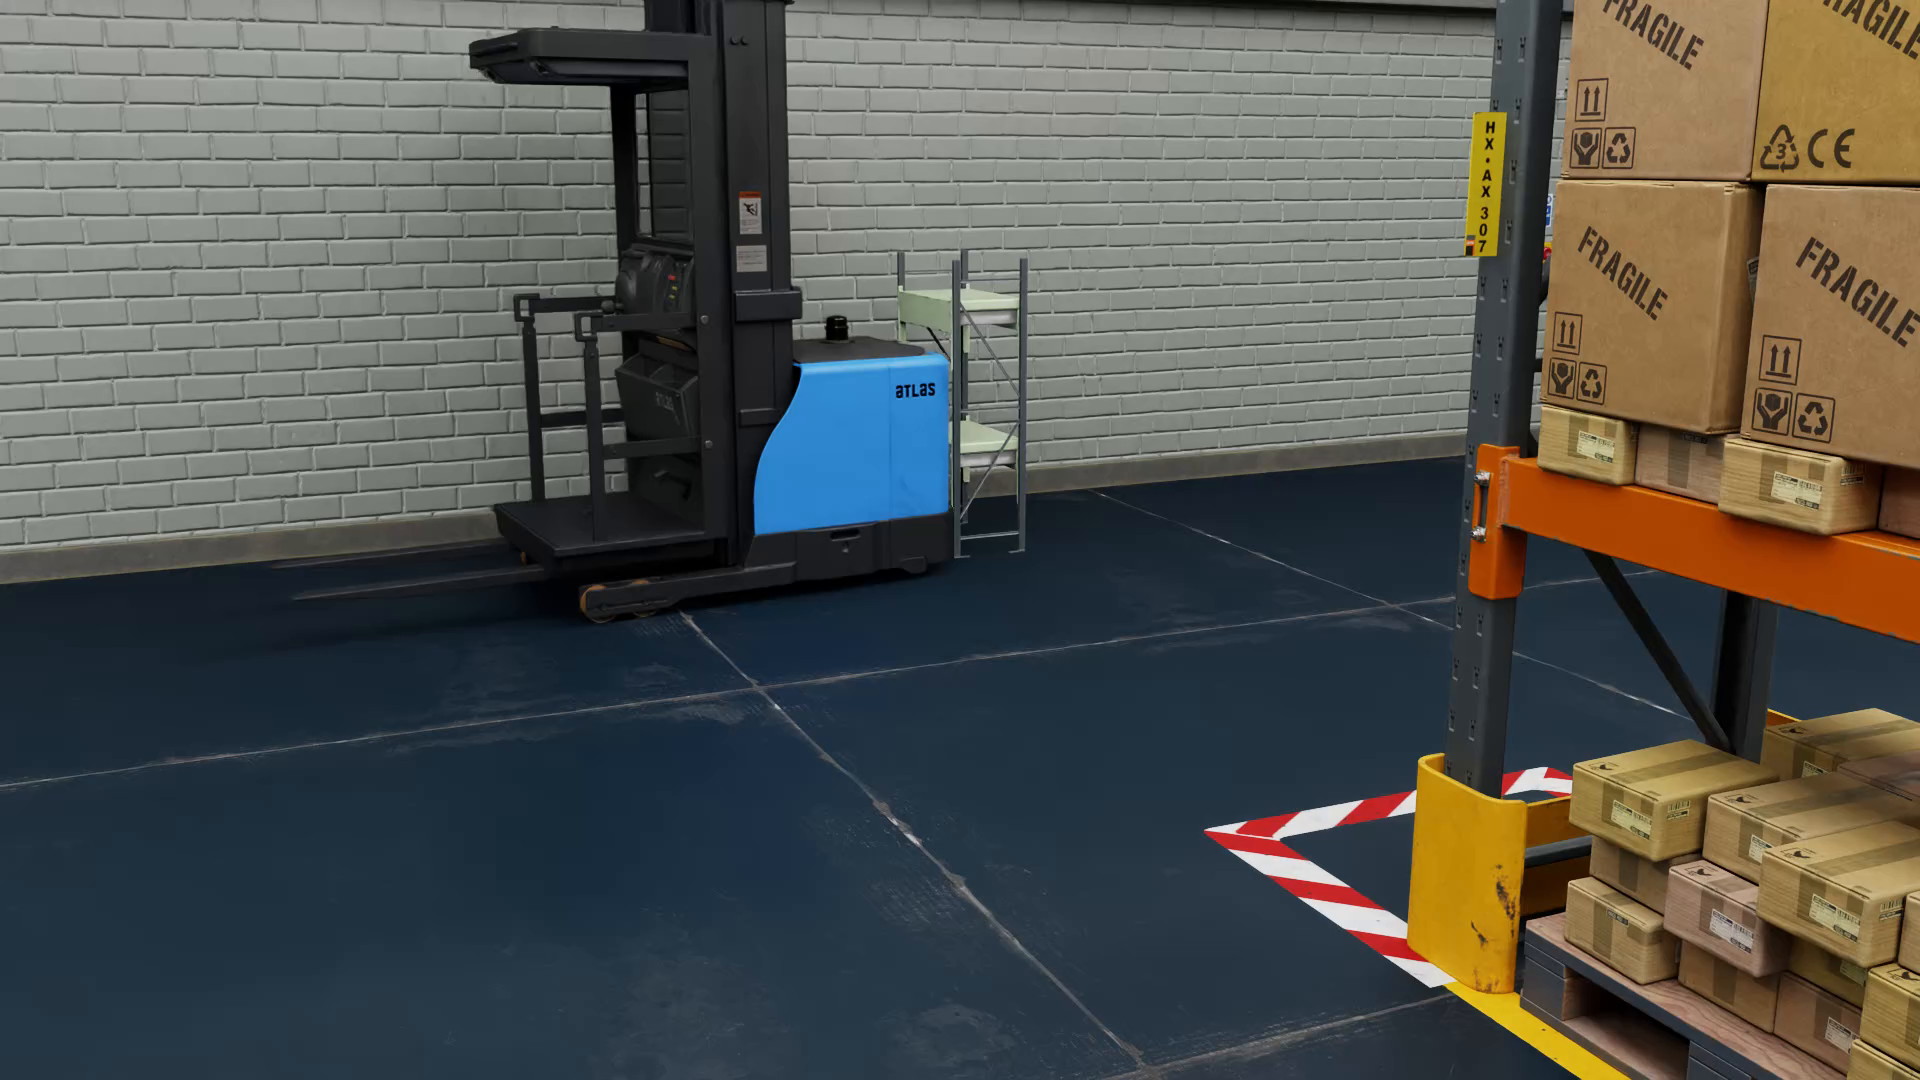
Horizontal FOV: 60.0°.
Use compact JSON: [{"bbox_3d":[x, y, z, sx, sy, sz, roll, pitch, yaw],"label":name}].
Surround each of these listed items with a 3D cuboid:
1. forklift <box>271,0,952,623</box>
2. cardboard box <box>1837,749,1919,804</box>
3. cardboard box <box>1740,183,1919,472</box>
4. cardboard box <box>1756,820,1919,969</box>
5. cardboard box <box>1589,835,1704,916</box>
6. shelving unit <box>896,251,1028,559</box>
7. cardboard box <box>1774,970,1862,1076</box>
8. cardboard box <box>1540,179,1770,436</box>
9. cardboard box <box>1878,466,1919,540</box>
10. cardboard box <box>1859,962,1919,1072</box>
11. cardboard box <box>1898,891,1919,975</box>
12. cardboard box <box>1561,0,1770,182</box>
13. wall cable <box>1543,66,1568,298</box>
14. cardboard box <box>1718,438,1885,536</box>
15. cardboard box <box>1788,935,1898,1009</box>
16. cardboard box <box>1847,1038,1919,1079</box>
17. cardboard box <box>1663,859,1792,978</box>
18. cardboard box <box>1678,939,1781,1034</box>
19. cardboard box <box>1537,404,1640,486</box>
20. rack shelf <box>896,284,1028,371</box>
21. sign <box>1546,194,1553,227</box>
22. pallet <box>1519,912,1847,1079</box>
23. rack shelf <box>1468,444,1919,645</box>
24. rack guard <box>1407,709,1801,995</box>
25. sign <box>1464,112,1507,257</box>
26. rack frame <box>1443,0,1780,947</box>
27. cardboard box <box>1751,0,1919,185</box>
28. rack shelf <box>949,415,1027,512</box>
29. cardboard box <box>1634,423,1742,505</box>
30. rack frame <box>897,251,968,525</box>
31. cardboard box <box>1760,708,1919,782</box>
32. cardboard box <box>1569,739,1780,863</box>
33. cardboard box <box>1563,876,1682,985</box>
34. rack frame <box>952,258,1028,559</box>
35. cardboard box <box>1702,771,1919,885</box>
[{"bbox_3d":[-1.579,-1.199,7.549,3.031,2.935,1.130,-7,15,-28],"label":"forklift"},{"bbox_3d":[2.208,0.589,3.744,0.380,0.149,0.250,-5,14,-22],"label":"cardboard box"},{"bbox_3d":[1.880,-0.417,3.136,0.500,0.500,0.500,-6,14,-23],"label":"cardboard box"},{"bbox_3d":[1.818,0.694,3.290,0.380,0.149,0.250,-6,14,-23],"label":"cardboard box"},{"bbox_3d":[1.690,0.722,3.830,0.380,0.149,0.250,-5,14,-21],"label":"cardboard box"},{"bbox_3d":[0.003,-0.729,8.695,0.431,1.500,0.755,-6,14,-23],"label":"shelving unit"},{"bbox_3d":[1.918,0.970,3.418,0.380,0.149,0.250,-5,14,-22],"label":"cardboard box"},{"bbox_3d":[1.642,-0.525,3.604,0.500,0.500,0.500,-5,14,-20],"label":"cardboard box"},{"bbox_3d":[1.973,-0.080,3.119,0.380,0.149,0.250,-5,14,-20],"label":"cardboard box"},{"bbox_3d":[1.931,0.889,3.108,0.380,0.149,0.250,-5,14,-21],"label":"cardboard box"},{"bbox_3d":[1.993,0.738,3.101,0.380,0.149,0.250,-6,14,-26],"label":"cardboard box"},{"bbox_3d":[1.652,-1.013,3.496,0.500,0.500,0.500,-6,14,-23],"label":"cardboard box"},{"bbox_3d":[3.930,-2.590,11.086,0.585,1.953,0.123,-6,14,-23],"label":"wall cable"},{"bbox_3d":[1.744,-0.121,3.297,0.380,0.149,0.250,-6,14,-25],"label":"cardboard box"},{"bbox_3d":[1.927,0.826,3.380,0.380,0.149,0.250,-5,14,-22],"label":"cardboard box"},{"bbox_3d":[1.920,1.033,3.147,0.380,0.149,0.250,-5,14,-22],"label":"cardboard box"},{"bbox_3d":[1.748,0.784,3.564,0.380,0.149,0.250,-6,14,-23],"label":"cardboard box"},{"bbox_3d":[1.812,0.919,3.637,0.380,0.149,0.250,-6,14,-23],"label":"cardboard box"},{"bbox_3d":[1.545,-0.230,3.769,0.380,0.149,0.250,-6,14,-23],"label":"cardboard box"},{"bbox_3d":[0.003,-1.110,8.607,0.431,0.370,0.720,-6,14,-23],"label":"rack shelf"},{"bbox_3d":[3.862,-2.220,11.209,0.327,0.218,0.001,-6,14,-23],"label":"sign"},{"bbox_3d":[2.039,1.096,3.665,1.003,0.211,1.213,-6,14,-23],"label":"pallet"},{"bbox_3d":[2.517,0.315,2.453,1.077,0.370,4.000,-6,14,-23],"label":"rack shelf"},{"bbox_3d":[1.746,0.785,4.371,1.175,0.500,0.348,-6,14,-23],"label":"rack guard"},{"bbox_3d":[1.218,-0.822,3.848,0.100,0.325,0.005,-6,14,-23],"label":"sign"},{"bbox_3d":[1.715,-0.449,4.157,1.000,3.000,0.127,-6,14,-23],"label":"rack frame"},{"bbox_3d":[1.860,-0.909,3.048,0.500,0.500,0.500,-5,14,-21],"label":"cardboard box"},{"bbox_3d":[0.003,-0.412,8.768,0.431,0.370,0.720,-6,14,-23],"label":"rack shelf"},{"bbox_3d":[1.685,-0.181,3.558,0.380,0.149,0.250,-5,14,-21],"label":"cardboard box"},{"bbox_3d":[-0.144,-0.805,9.022,0.400,1.500,0.023,-6,14,-23],"label":"rack frame"},{"bbox_3d":[2.160,0.532,3.991,0.380,0.149,0.250,-5,14,-22],"label":"cardboard box"},{"bbox_3d":[1.614,0.584,3.764,0.380,0.149,0.250,-6,14,-26],"label":"cardboard box"},{"bbox_3d":[1.632,0.872,3.839,0.380,0.149,0.250,-5,14,-22],"label":"cardboard box"},{"bbox_3d":[0.149,-0.654,8.368,0.400,1.500,0.023,-6,14,-23],"label":"rack frame"},{"bbox_3d":[1.835,0.631,3.565,0.380,0.149,0.250,-5,14,-22],"label":"cardboard box"}]
